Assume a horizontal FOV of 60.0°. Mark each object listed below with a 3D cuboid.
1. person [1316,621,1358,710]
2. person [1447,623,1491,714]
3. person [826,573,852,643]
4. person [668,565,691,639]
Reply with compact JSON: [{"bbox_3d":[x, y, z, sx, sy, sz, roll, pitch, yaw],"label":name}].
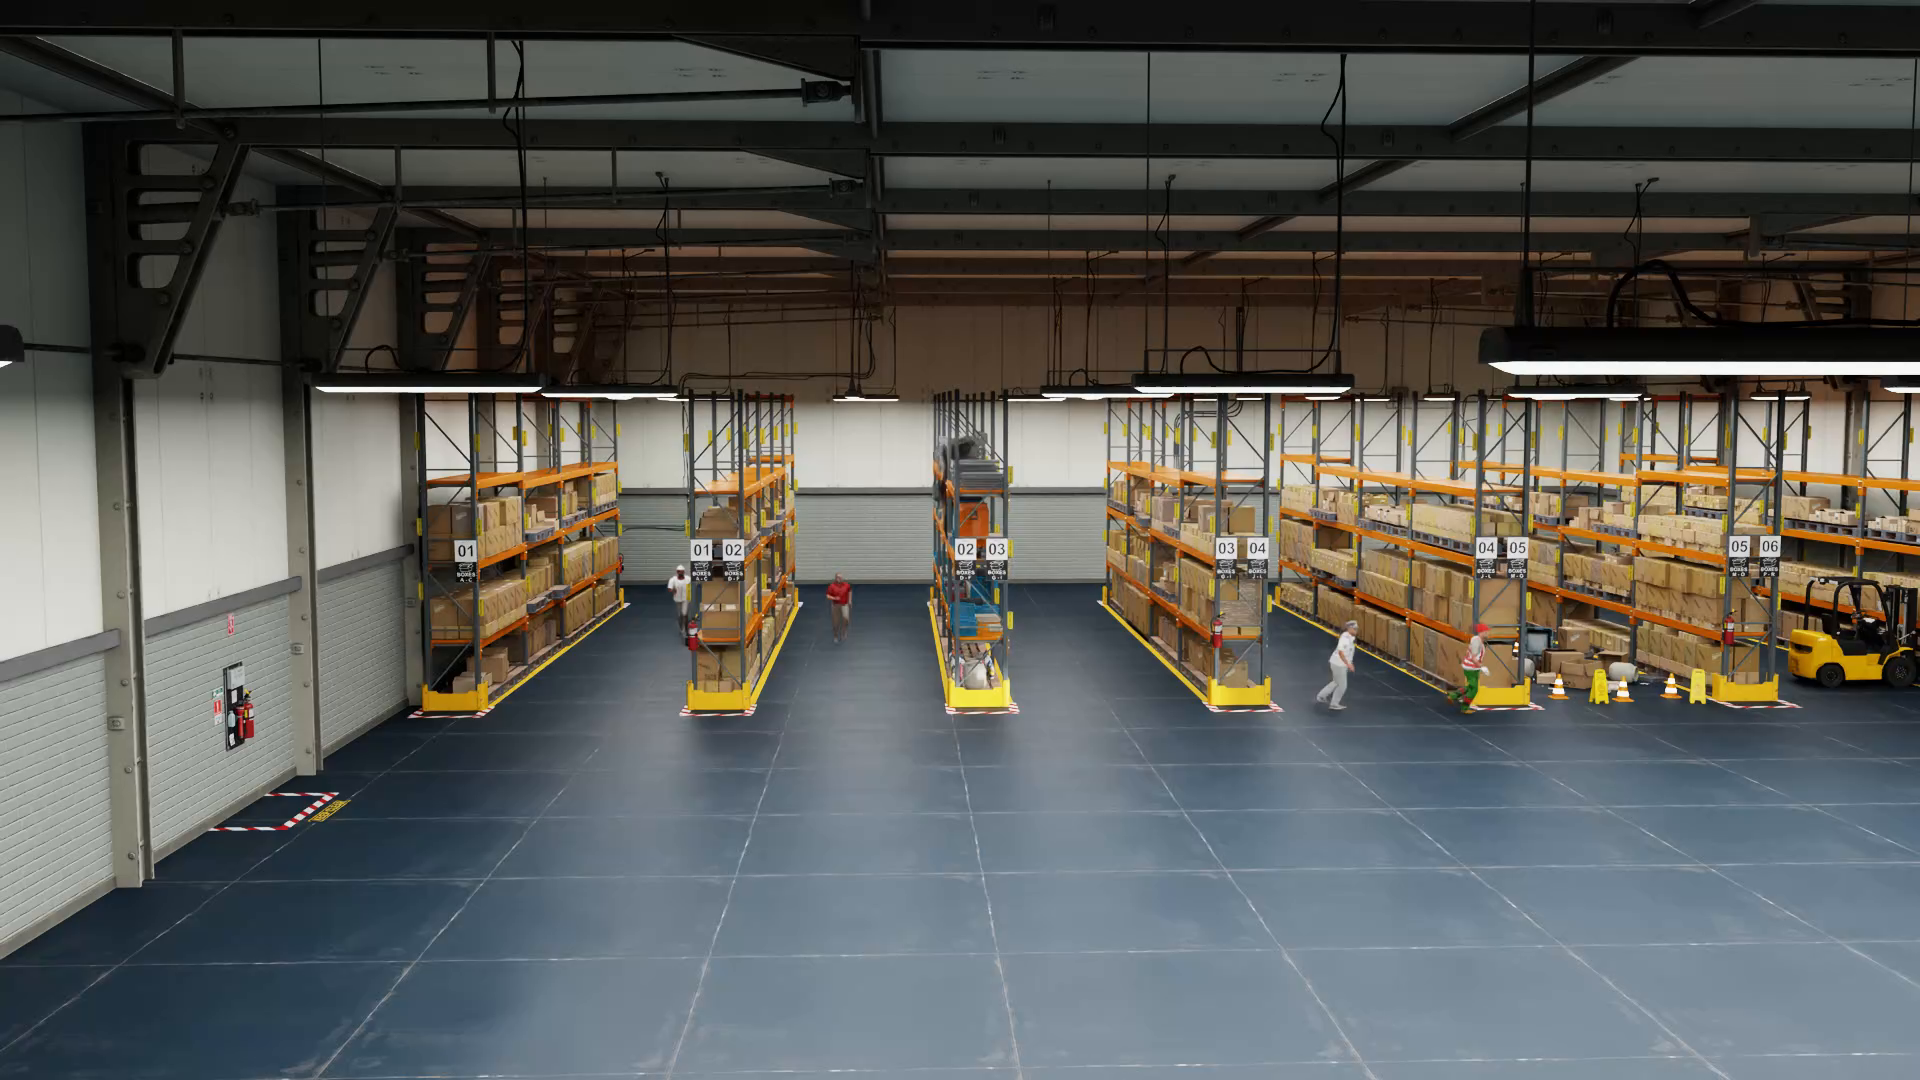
[{"bbox_3d":[7.078,2.330,31.224,0.778,1.688,0.675,2,5,19],"label":"person"},{"bbox_3d":[9.387,2.372,30.676,0.780,1.711,0.649,2,5,21],"label":"person"},{"bbox_3d":[-2.856,1.616,39.376,0.624,1.693,0.855,-1,5,-8],"label":"person"},{"bbox_3d":[-6.833,1.518,40.838,0.658,1.811,0.832,0,5,1],"label":"person"}]
